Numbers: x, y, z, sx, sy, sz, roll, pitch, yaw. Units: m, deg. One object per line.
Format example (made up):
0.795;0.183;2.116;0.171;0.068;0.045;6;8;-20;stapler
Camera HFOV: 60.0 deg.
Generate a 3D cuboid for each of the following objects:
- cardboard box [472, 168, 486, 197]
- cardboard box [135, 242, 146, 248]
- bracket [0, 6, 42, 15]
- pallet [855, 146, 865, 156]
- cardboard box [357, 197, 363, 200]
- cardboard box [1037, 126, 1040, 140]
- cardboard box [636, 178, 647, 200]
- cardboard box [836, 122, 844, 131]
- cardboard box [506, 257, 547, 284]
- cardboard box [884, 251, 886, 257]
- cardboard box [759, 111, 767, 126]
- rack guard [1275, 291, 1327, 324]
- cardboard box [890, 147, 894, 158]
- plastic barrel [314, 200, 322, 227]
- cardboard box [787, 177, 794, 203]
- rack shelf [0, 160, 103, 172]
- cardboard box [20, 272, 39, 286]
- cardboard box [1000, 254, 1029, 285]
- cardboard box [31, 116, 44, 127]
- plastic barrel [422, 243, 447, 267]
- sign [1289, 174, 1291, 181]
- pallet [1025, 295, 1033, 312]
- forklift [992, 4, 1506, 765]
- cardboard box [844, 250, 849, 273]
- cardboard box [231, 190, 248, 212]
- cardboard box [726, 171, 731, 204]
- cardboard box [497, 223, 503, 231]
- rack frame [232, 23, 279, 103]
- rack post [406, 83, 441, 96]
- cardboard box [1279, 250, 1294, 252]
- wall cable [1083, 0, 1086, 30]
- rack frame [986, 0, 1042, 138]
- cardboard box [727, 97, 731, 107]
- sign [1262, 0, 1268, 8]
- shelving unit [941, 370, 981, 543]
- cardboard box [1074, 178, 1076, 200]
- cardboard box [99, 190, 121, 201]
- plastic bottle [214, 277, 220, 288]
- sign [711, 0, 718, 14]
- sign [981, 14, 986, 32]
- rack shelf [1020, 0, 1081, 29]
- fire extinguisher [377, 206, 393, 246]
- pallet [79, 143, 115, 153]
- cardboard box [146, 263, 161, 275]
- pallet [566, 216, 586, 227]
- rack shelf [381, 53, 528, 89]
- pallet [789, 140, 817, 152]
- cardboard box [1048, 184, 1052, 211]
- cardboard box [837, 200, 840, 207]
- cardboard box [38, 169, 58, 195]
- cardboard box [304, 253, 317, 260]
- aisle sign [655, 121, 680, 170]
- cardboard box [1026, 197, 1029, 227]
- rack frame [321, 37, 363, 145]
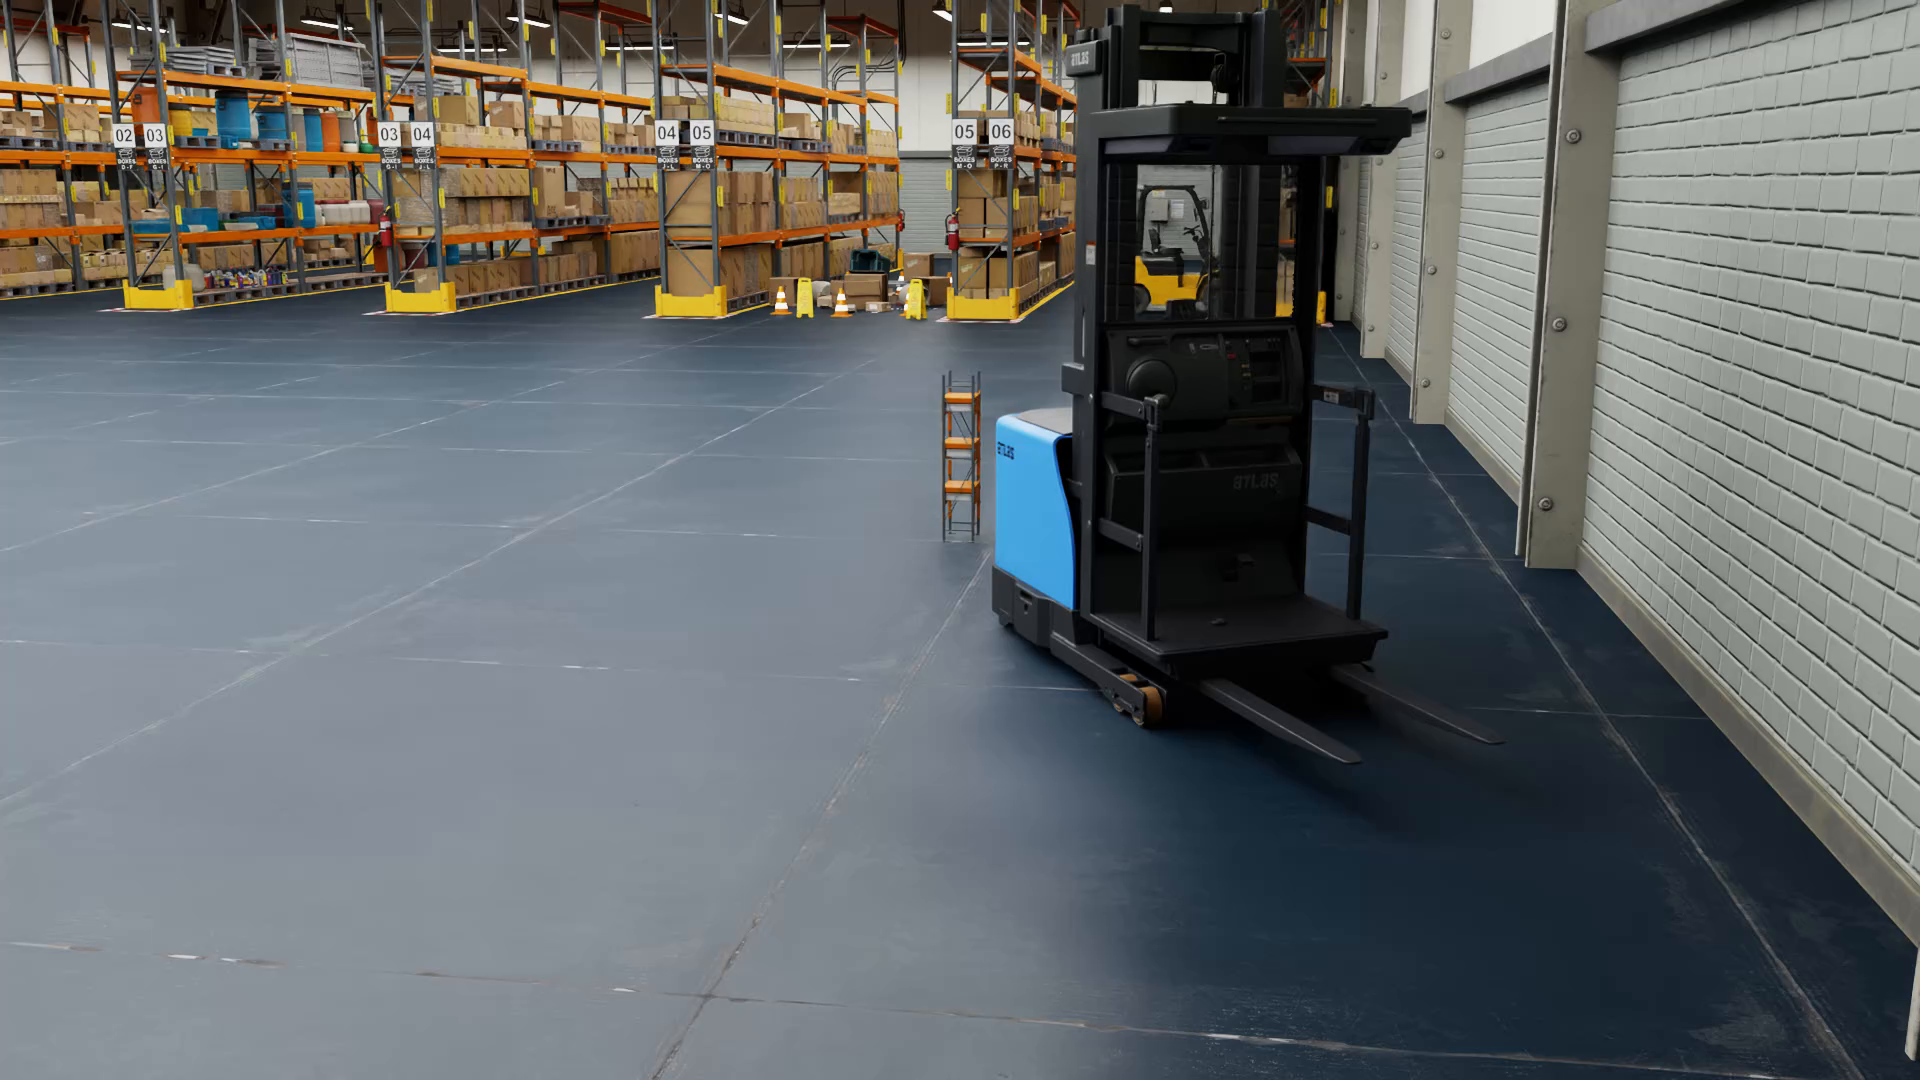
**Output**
-8.910;-6.450;29.987;0.500;0.500;0.500;2;12;9;cardboard box
-21.964;-7.673;43.915;0.700;0.500;0.500;2;12;8;cardboard box
-23.120;-12.661;39.340;0.076;0.066;4.783;2;12;9;bracket
-2.893;-9.019;38.550;1.213;0.211;1.003;2;12;9;pallet
-16.551;-9.053;45.142;0.500;0.500;0.500;2;12;10;cardboard box
1.182;-7.403;30.252;0.500;0.250;0.500;2;12;8;cardboard box
-7.785;-8.215;38.874;0.797;0.503;0.637;2;12;9;cardboard box
-3.060;-9.175;37.583;0.797;0.503;0.637;2;12;8;cardboard box
-8.693;-5.406;33.349;0.700;0.500;0.500;1;12;4;cardboard box
-2.079;-7.171;41.713;0.380;0.149;0.250;3;12;11;cardboard box
-3.823;-7.681;30.310;0.500;0.250;0.500;2;12;8;cardboard box
5.270;-3.745;26.686;1.175;0.500;0.348;2;12;9;rack guard
-1.957;-9.786;42.017;0.500;0.250;0.500;2;12;9;cardboard box
-13.339;-6.705;34.164;0.433;0.535;0.433;0;12;0;plastic barrel
-3.697;-6.958;33.049;0.700;0.500;0.500;2;12;9;cardboard box
-22.569;-9.131;40.332;1.077;0.370;4.000;2;12;9;rack shelf
-18.601;-5.157;32.833;0.500;0.250;0.500;2;12;9;cardboard box
0.930;-4.737;29.105;0.500;0.500;0.500;2;12;10;cardboard box
-22.596;-10.236;40.686;0.500;0.250;0.500;1;12;7;cardboard box
-12.681;-7.031;39.984;0.600;0.901;0.708;2;12;9;plastic barrel
8.280;-9.001;41.643;0.100;0.325;0.005;2;12;9;sign
0.730;-4.206;29.510;1.003;0.211;1.213;2;12;9;pallet
1.147;-0.757;7.050;1.130;2.935;3.031;-4;13;-20;forklift
-2.799;-6.271;37.409;0.500;0.500;0.500;2;12;7;cardboard box
-17.577;-8.158;39.992;0.700;0.500;0.500;-1;12;-6;cardboard box
-4.449;-6.066;28.603;0.875;0.550;0.550;2;12;9;cardboard box
-8.792;-5.851;31.117;0.380;0.149;0.250;2;12;9;cardboard box
-17.366;-11.206;41.131;1.000;3.000;0.127;2;12;9;rack frame
-12.658;-10.375;38.461;0.937;0.300;0.954;3;13;15;rack post
6.395;-5.553;33.779;0.875;0.625;0.625;2;12;10;cardboard box
2.390;-15.848;47.008;2.355;3.000;0.029;2;12;9;wall cable
0.984;-8.898;30.420;1.000;3.000;0.127;2;12;9;rack frame
-4.094;-7.424;28.171;0.380;0.149;0.250;2;12;8;cardboard box
4.740;-8.421;25.803;0.100;0.325;0.005;2;12;9;sign
0.008;-0.524;10.434;0.215;1.050;0.252;2;12;9;shelving unit
2.394;-8.067;38.195;0.500;0.500;0.500;2;12;10;cardboard box
-22.162;-8.692;42.994;0.980;0.700;0.700;2;12;10;cardboard box
-14.255;-4.938;31.884;0.097;0.201;0.097;0;12;0;plastic bottle
-3.991;-8.719;26.999;0.100;0.325;0.005;2;12;9;sign
0.435;-9.449;30.383;0.100;0.325;0.005;2;12;9;sign
1.907;-11.420;35.942;1.077;0.370;4.000;2;12;9;rack shelf
-9.896;-5.407;28.646;0.296;0.674;0.183;2;12;9;fire extinguisher
-18.166;-8.438;35.853;1.003;0.211;1.213;2;12;11;pallet
-17.977;-5.972;36.616;0.500;0.250;0.500;2;12;10;cardboard box
-8.457;-6.612;34.508;1.003;0.211;1.213;2;12;9;pallet
-9.116;-8.449;30.055;1.077;0.370;4.000;2;12;9;rack shelf
-3.523;-7.942;33.556;1.003;0.211;1.213;2;12;11;pallet
1.505;-6.660;32.335;0.500;0.500;0.500;2;12;8;cardboard box
-2.880;-7.476;36.955;0.380;0.149;0.250;2;12;9;cardboard box
-18.658;-7.198;33.459;0.700;0.500;0.500;2;12;9;cardboard box
-16.964;-7.364;43.225;0.380;0.166;0.250;2;12;9;cardboard box
-4.845;-6.538;27.538;0.394;0.787;0.004;2;12;9;aisle sign
0.939;-5.737;29.048;0.500;0.500;0.500;2;12;7;cardboard box
-16.751;-12.039;44.994;1.000;3.000;0.127;2;12;9;rack frame
